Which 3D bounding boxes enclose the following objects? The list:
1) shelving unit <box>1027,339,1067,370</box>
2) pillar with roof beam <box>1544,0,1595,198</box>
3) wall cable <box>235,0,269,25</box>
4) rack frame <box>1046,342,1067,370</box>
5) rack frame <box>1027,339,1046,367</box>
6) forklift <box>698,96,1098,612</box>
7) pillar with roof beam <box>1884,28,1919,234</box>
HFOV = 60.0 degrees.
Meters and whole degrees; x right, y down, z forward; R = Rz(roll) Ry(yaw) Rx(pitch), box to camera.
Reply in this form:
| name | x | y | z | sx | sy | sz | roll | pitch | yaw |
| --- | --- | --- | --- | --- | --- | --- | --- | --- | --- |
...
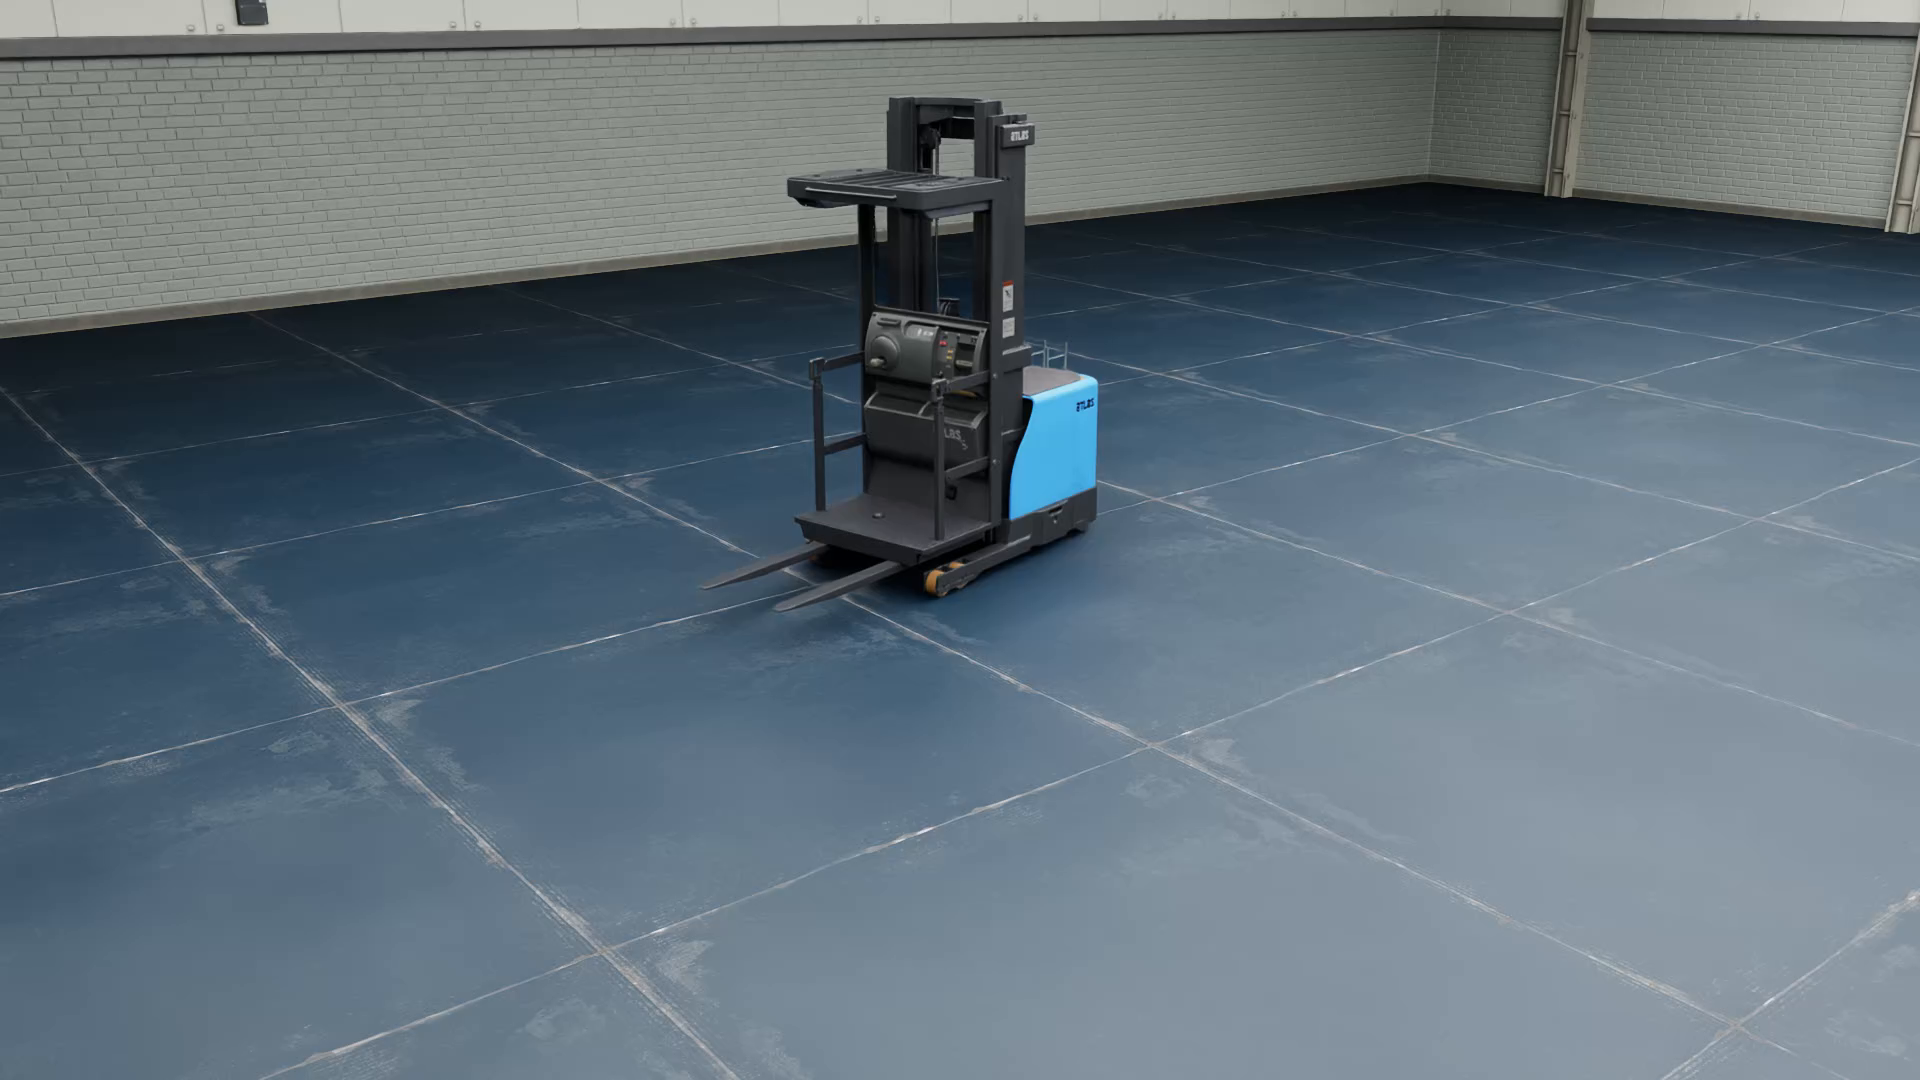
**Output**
| name | x | y | z | sx | sy | sz | roll | pitch | yaw |
| --- | --- | --- | --- | --- | --- | --- | --- | --- | --- |
| shelving unit | 0.608 | -0.819 | 11.927 | 0.189 | 1.200 | 0.258 | 14 | 23 | 36 |
| pillar with roof beam | 7.517 | -9.693 | 26.320 | 9.100 | 9.000 | 0.400 | -14 | 23 | -36 |
| wall cable | -7.142 | -8.833 | 18.312 | 2.305 | 6.003 | 0.169 | -14 | 23 | -36 |
| rack frame | 0.680 | -0.801 | 11.874 | 0.006 | 1.200 | 0.240 | 14 | 23 | 36 |
| rack frame | 0.536 | -0.837 | 11.981 | 0.006 | 1.200 | 0.240 | 14 | 23 | 36 |
| forklift | -0.352 | -1.213 | 10.364 | 1.130 | 2.935 | 3.031 | 14 | 23 | 36 |
| pillar with roof beam | 11.242 | -8.215 | 21.855 | 9.100 | 9.000 | 0.400 | -14 | 23 | -36 |
